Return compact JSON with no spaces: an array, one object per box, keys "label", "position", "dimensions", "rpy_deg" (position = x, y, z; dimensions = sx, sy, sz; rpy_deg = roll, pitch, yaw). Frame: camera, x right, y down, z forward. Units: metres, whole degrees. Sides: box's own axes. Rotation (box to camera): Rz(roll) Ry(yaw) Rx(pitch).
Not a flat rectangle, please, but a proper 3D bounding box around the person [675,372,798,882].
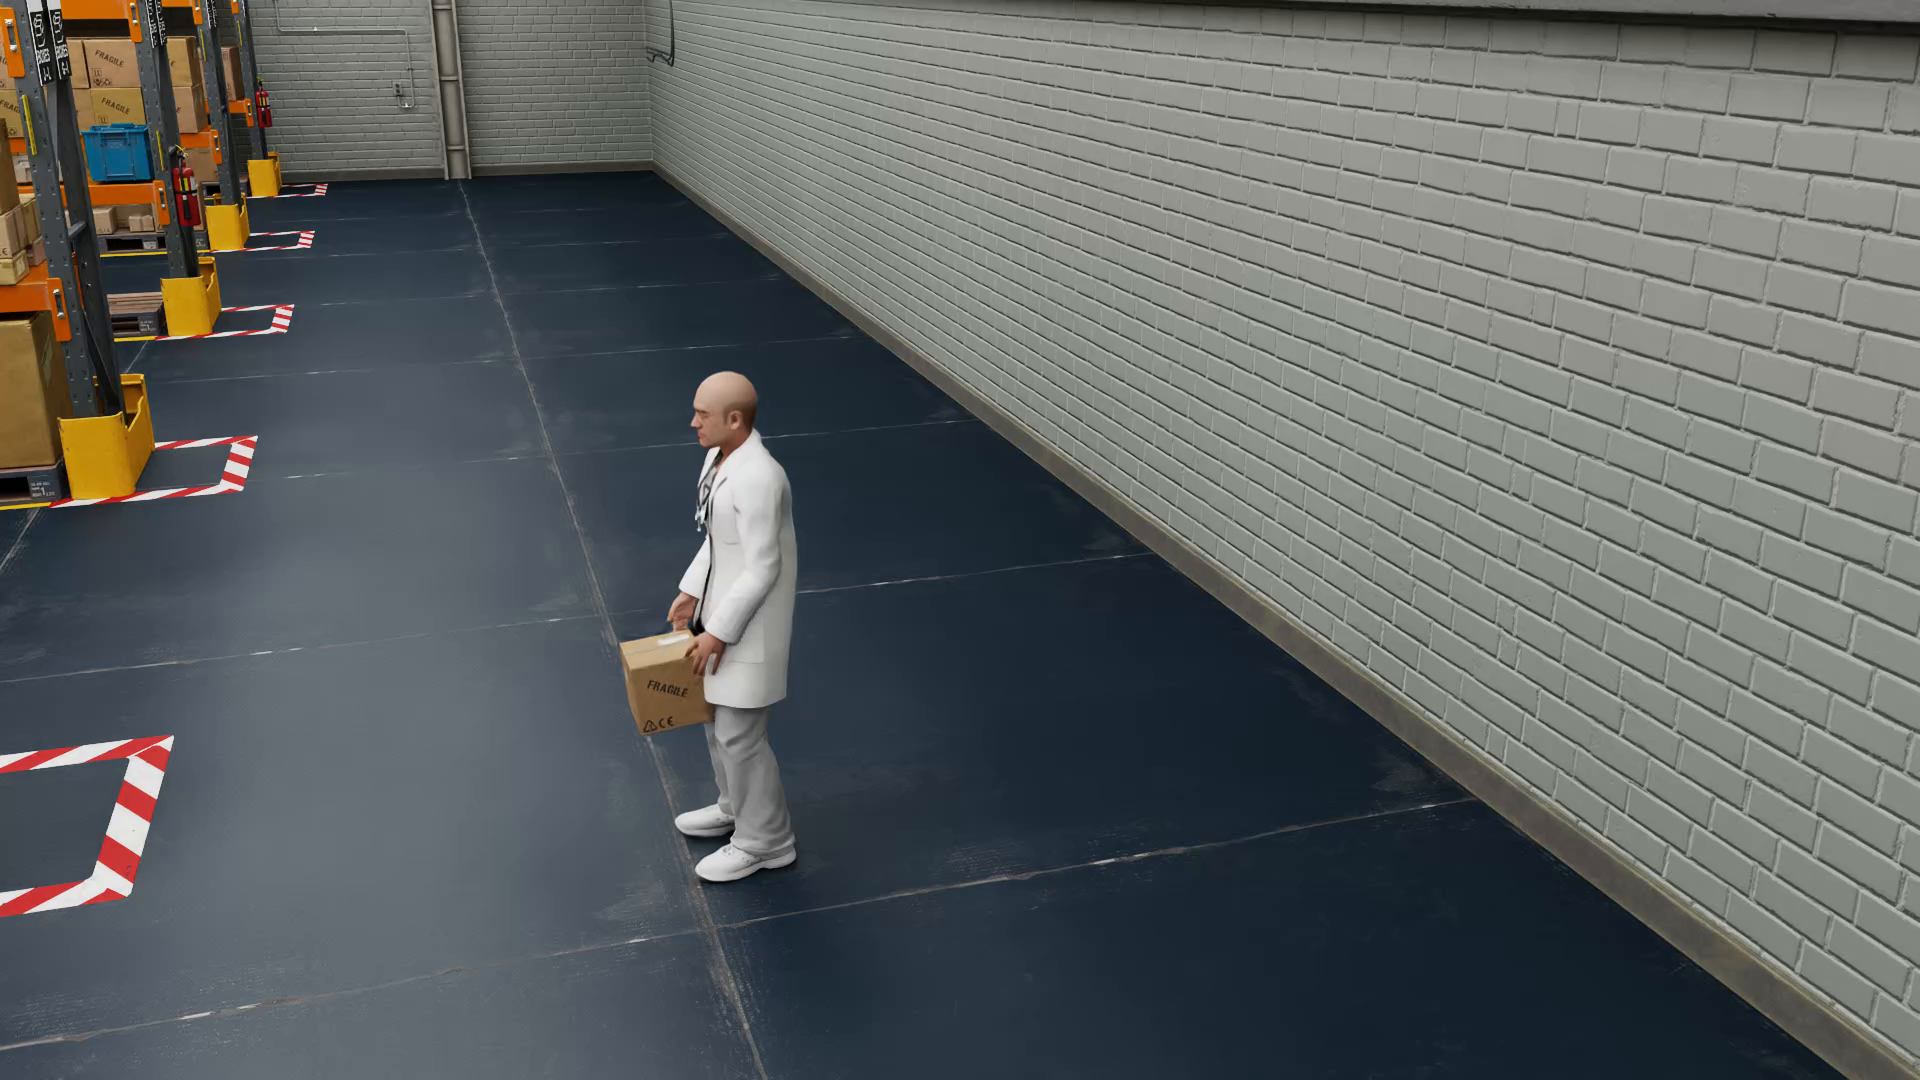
[{"label":"person","position":[-0.774,0.291,5.735],"dimensions":[0.423,1.778,0.589],"rpy_deg":[-7,20,-19]}]
